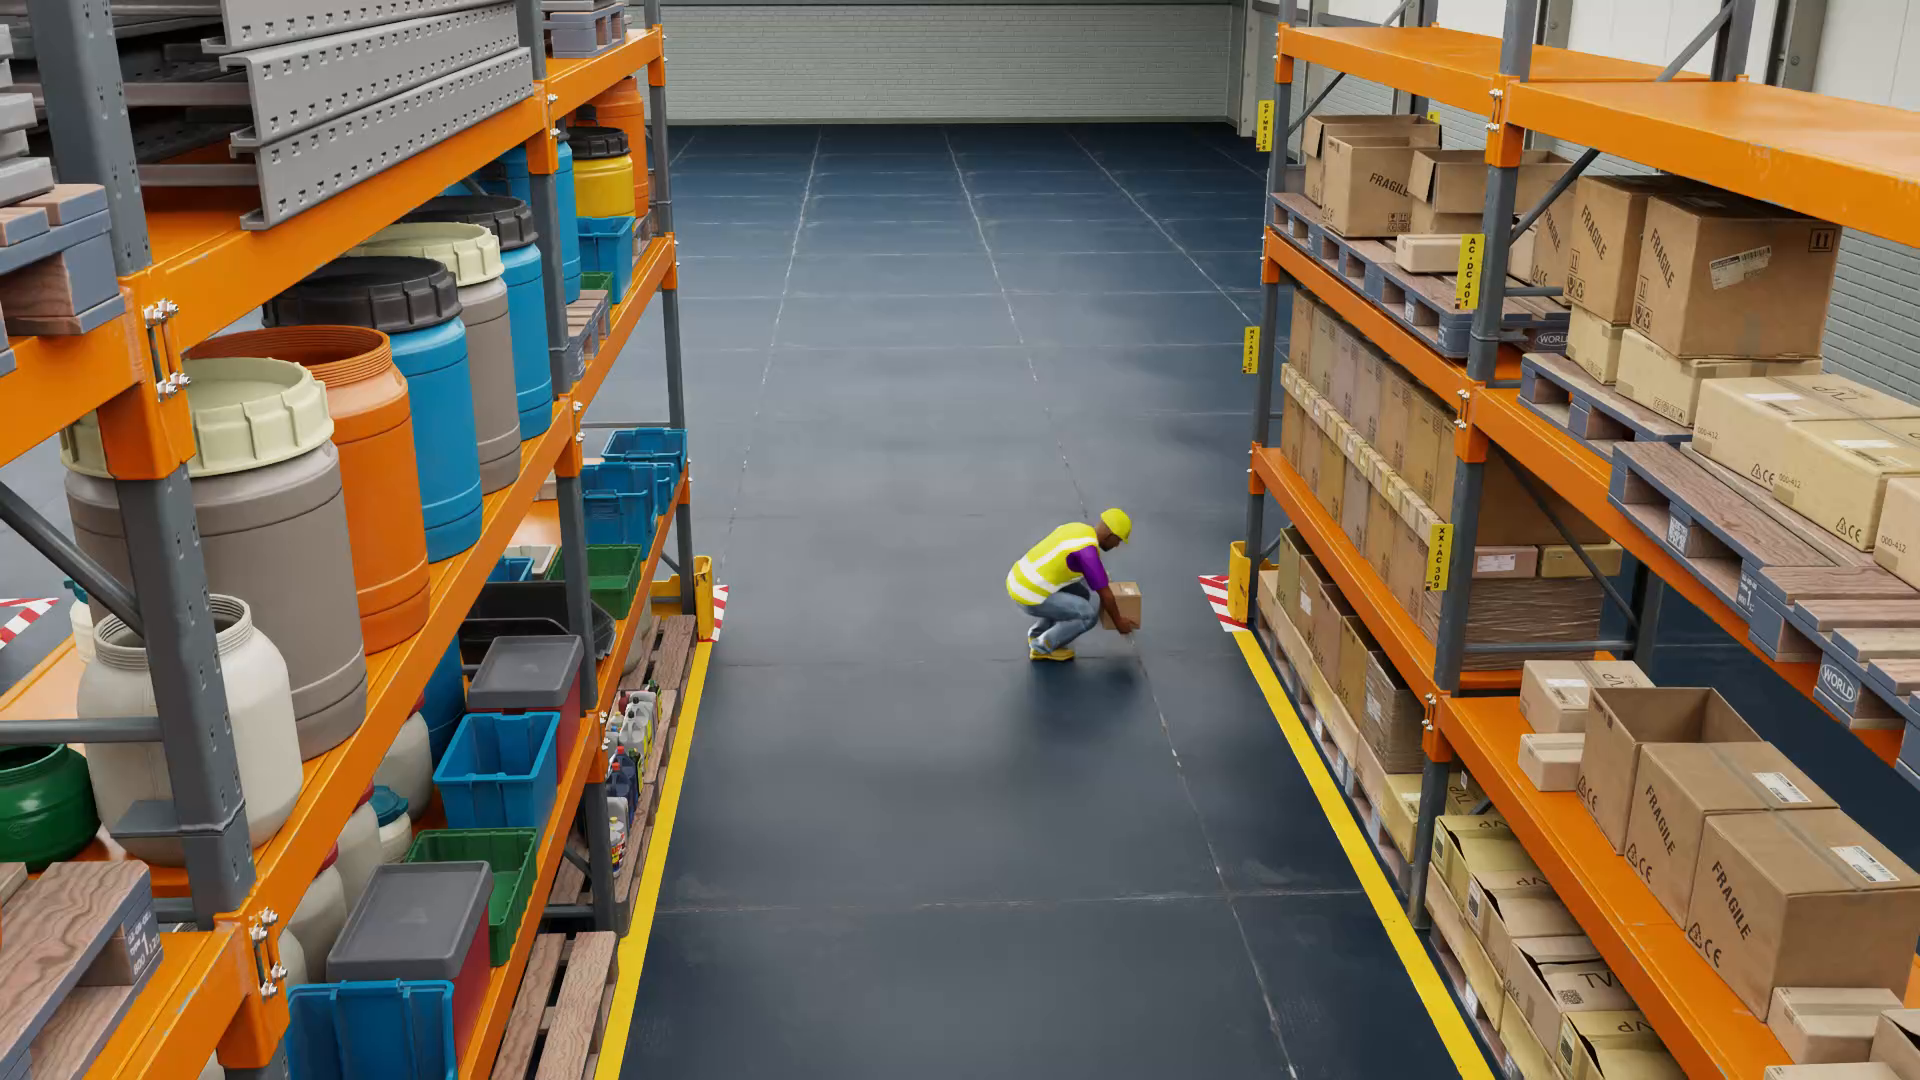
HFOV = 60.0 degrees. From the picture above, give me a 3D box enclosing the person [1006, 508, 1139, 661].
[{"bbox_3d":[0.765,0.281,11.384,0.898,1.012,0.544,-2,20,-4],"label":"person"}]
